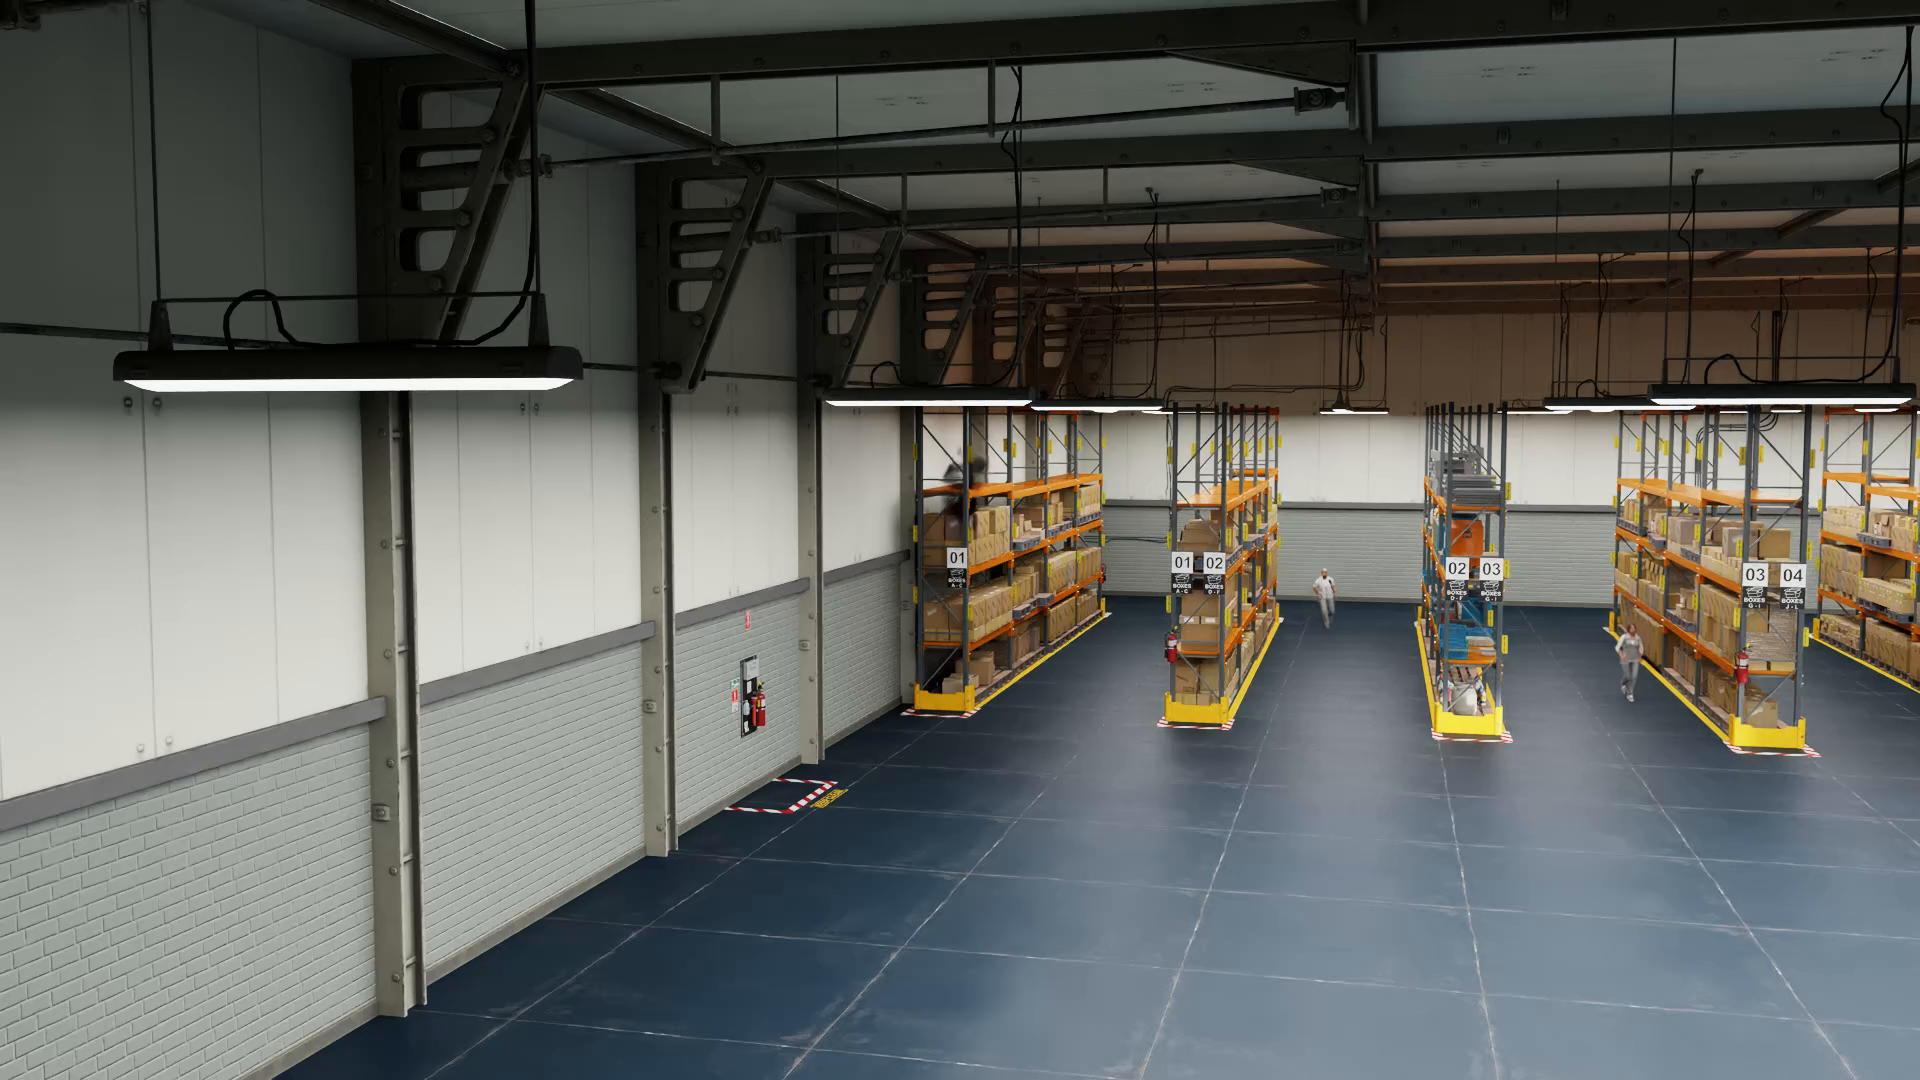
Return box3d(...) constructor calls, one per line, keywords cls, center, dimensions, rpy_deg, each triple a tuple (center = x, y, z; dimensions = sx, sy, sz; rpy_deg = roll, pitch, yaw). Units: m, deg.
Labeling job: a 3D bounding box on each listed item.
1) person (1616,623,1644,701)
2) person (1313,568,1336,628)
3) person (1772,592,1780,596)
box3d(cls="person", center=(13.599, 2.458, 33.769), dimensions=(0.547, 1.569, 0.583), rpy_deg=(1, 4, 10))
box3d(cls="person", center=(9.941, 1.579, 45.337), dimensions=(0.631, 1.630, 0.549), rpy_deg=(0, 4, 1))
box3d(cls="person", center=(20.594, 1.794, 41.608), dimensions=(0.677, 1.678, 0.803), rpy_deg=(2, 5, 21))
